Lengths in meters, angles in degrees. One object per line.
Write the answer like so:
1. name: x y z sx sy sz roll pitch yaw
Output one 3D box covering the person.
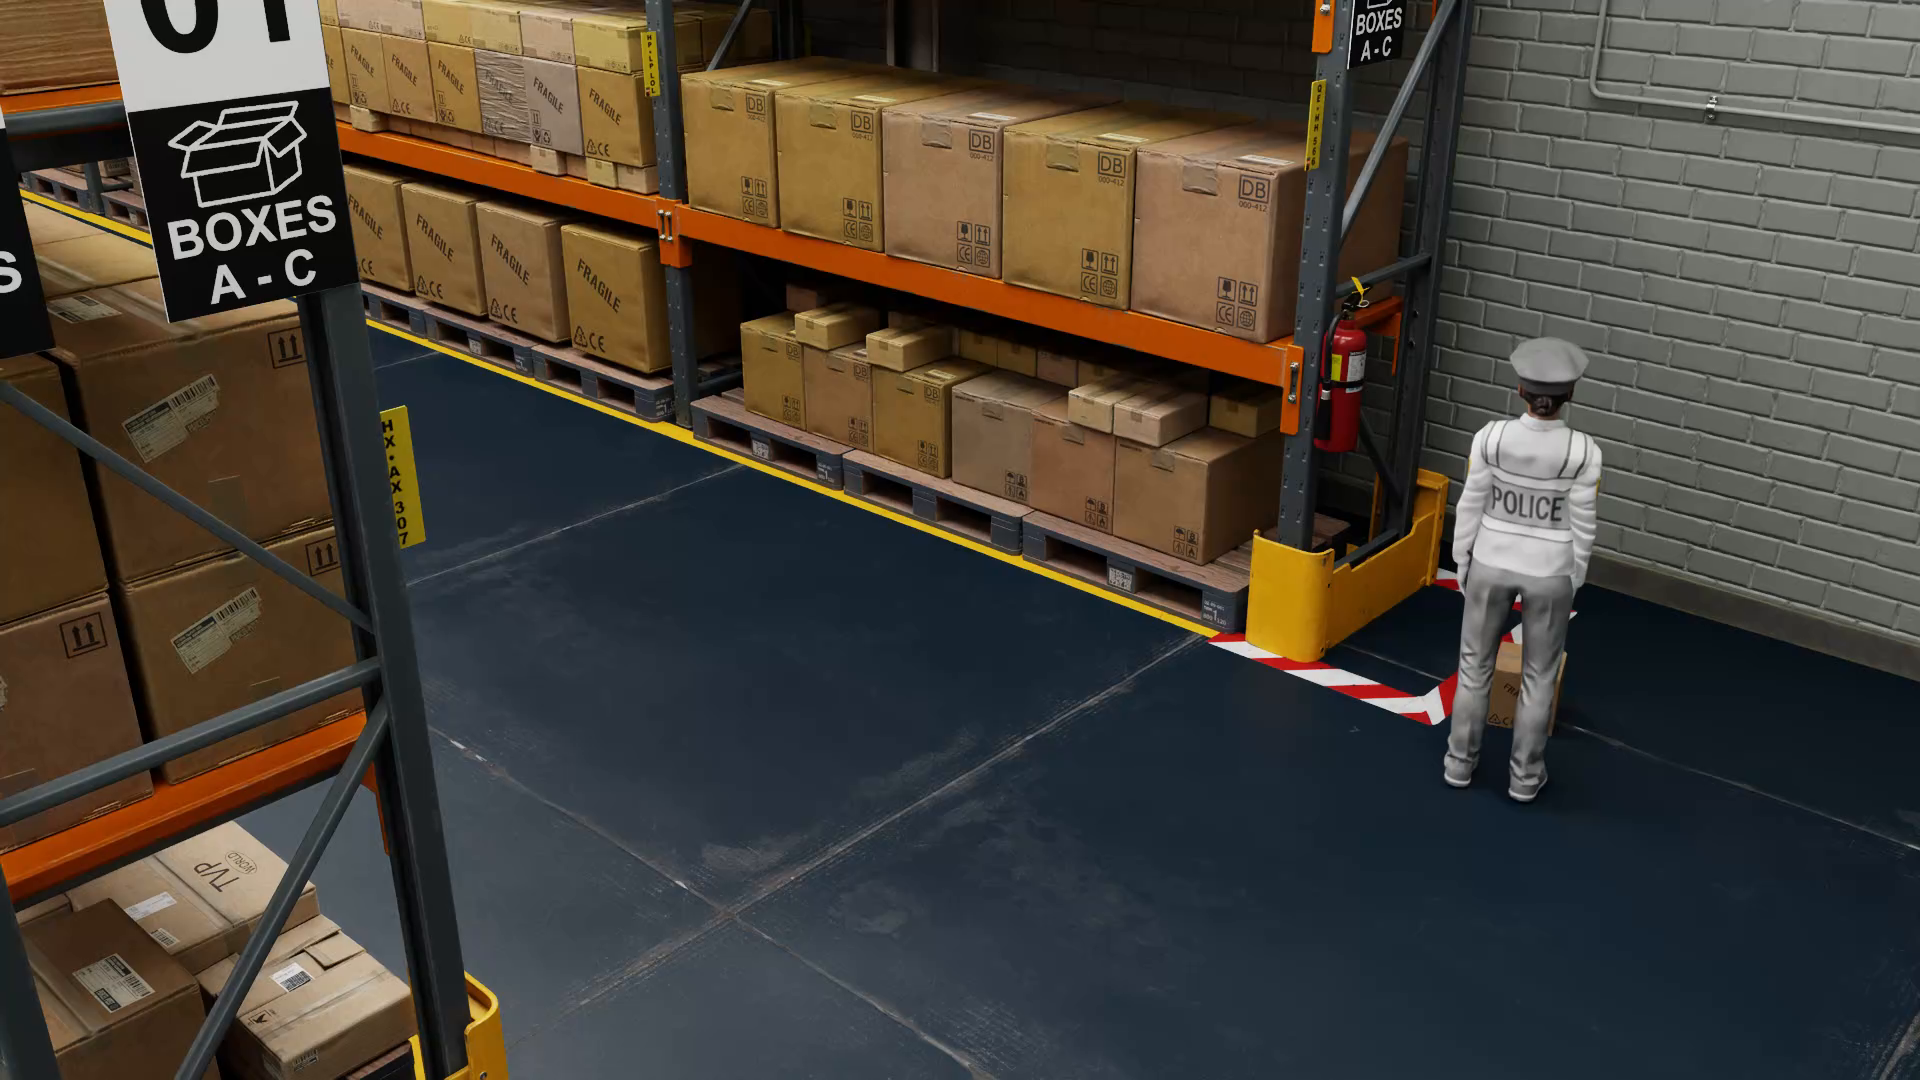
1. person: 1.959 0.112 5.834 0.465 1.679 0.343 11 26 23
